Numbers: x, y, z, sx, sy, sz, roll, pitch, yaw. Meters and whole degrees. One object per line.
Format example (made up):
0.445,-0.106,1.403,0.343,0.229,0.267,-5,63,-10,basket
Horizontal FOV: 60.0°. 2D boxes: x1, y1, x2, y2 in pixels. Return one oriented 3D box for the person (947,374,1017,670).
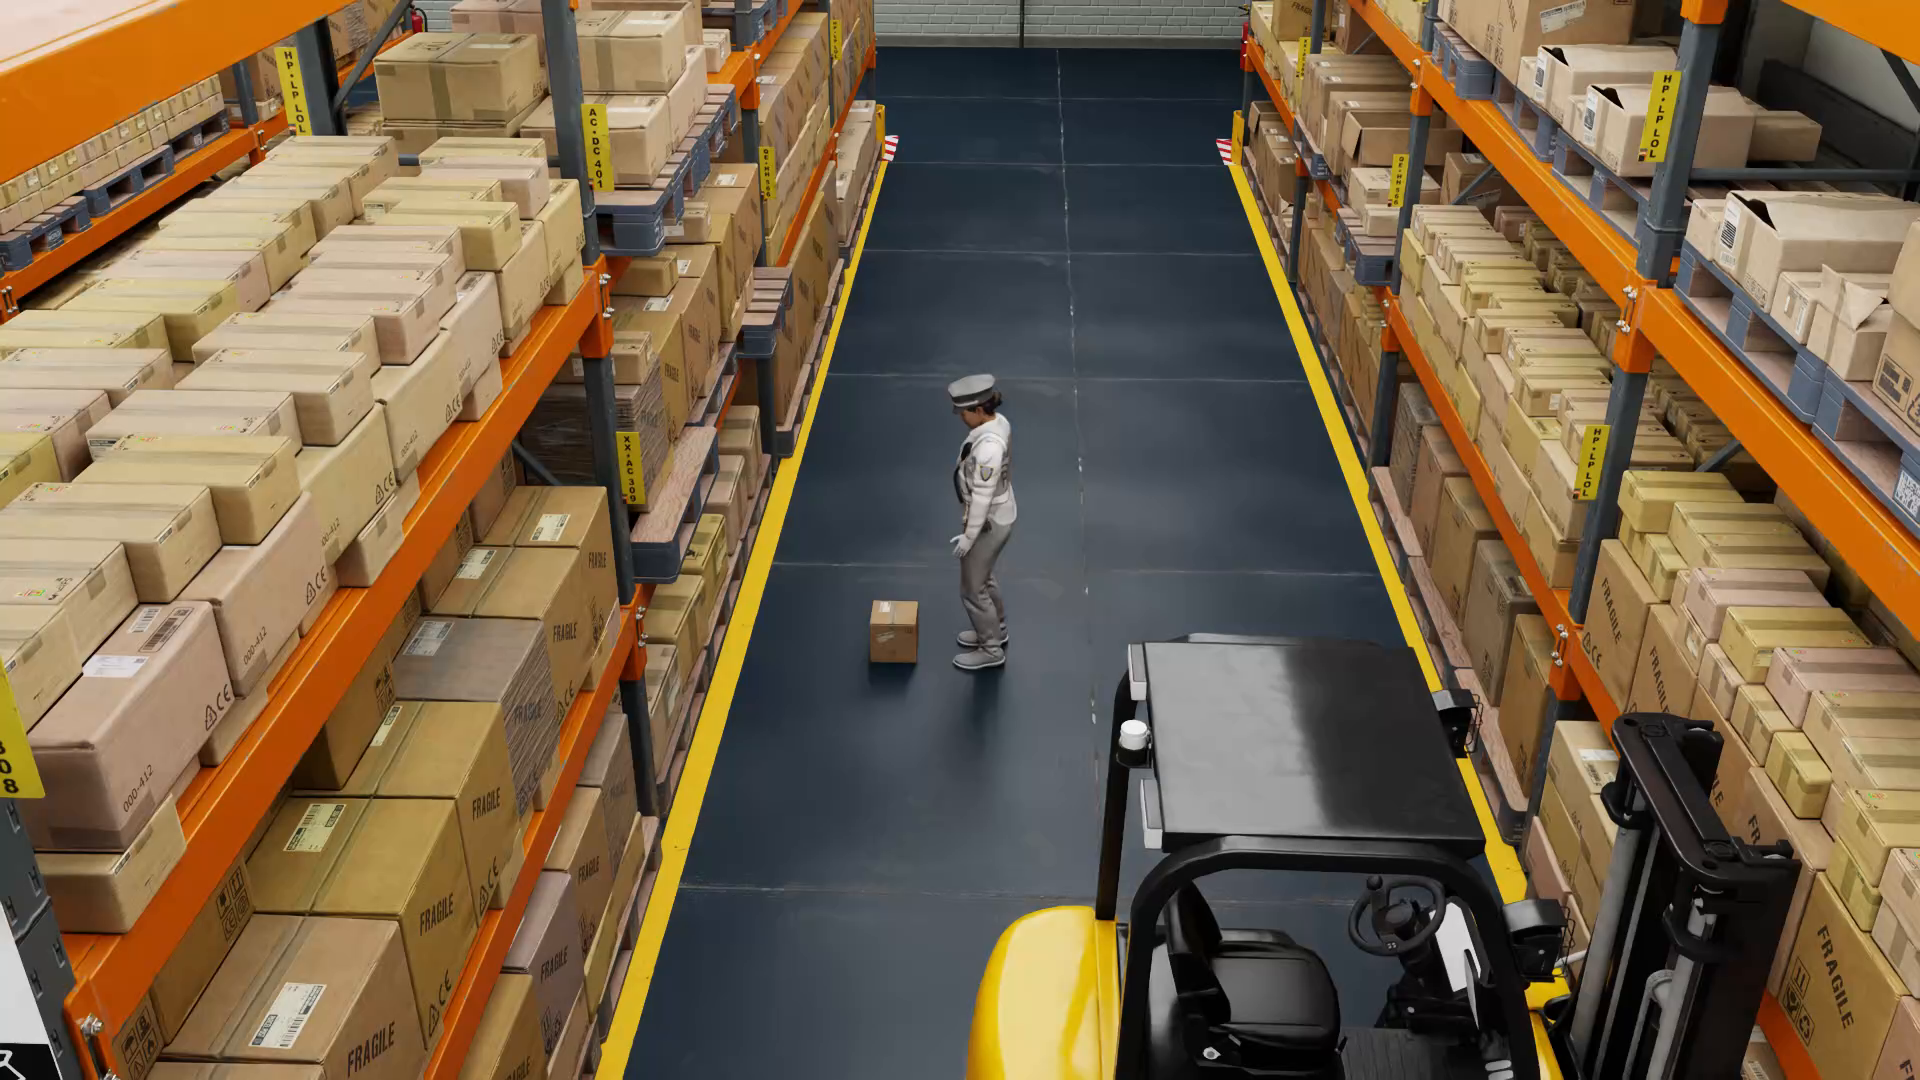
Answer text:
0.117,-0.086,8.805,0.366,1.654,0.482,2,28,3,person
